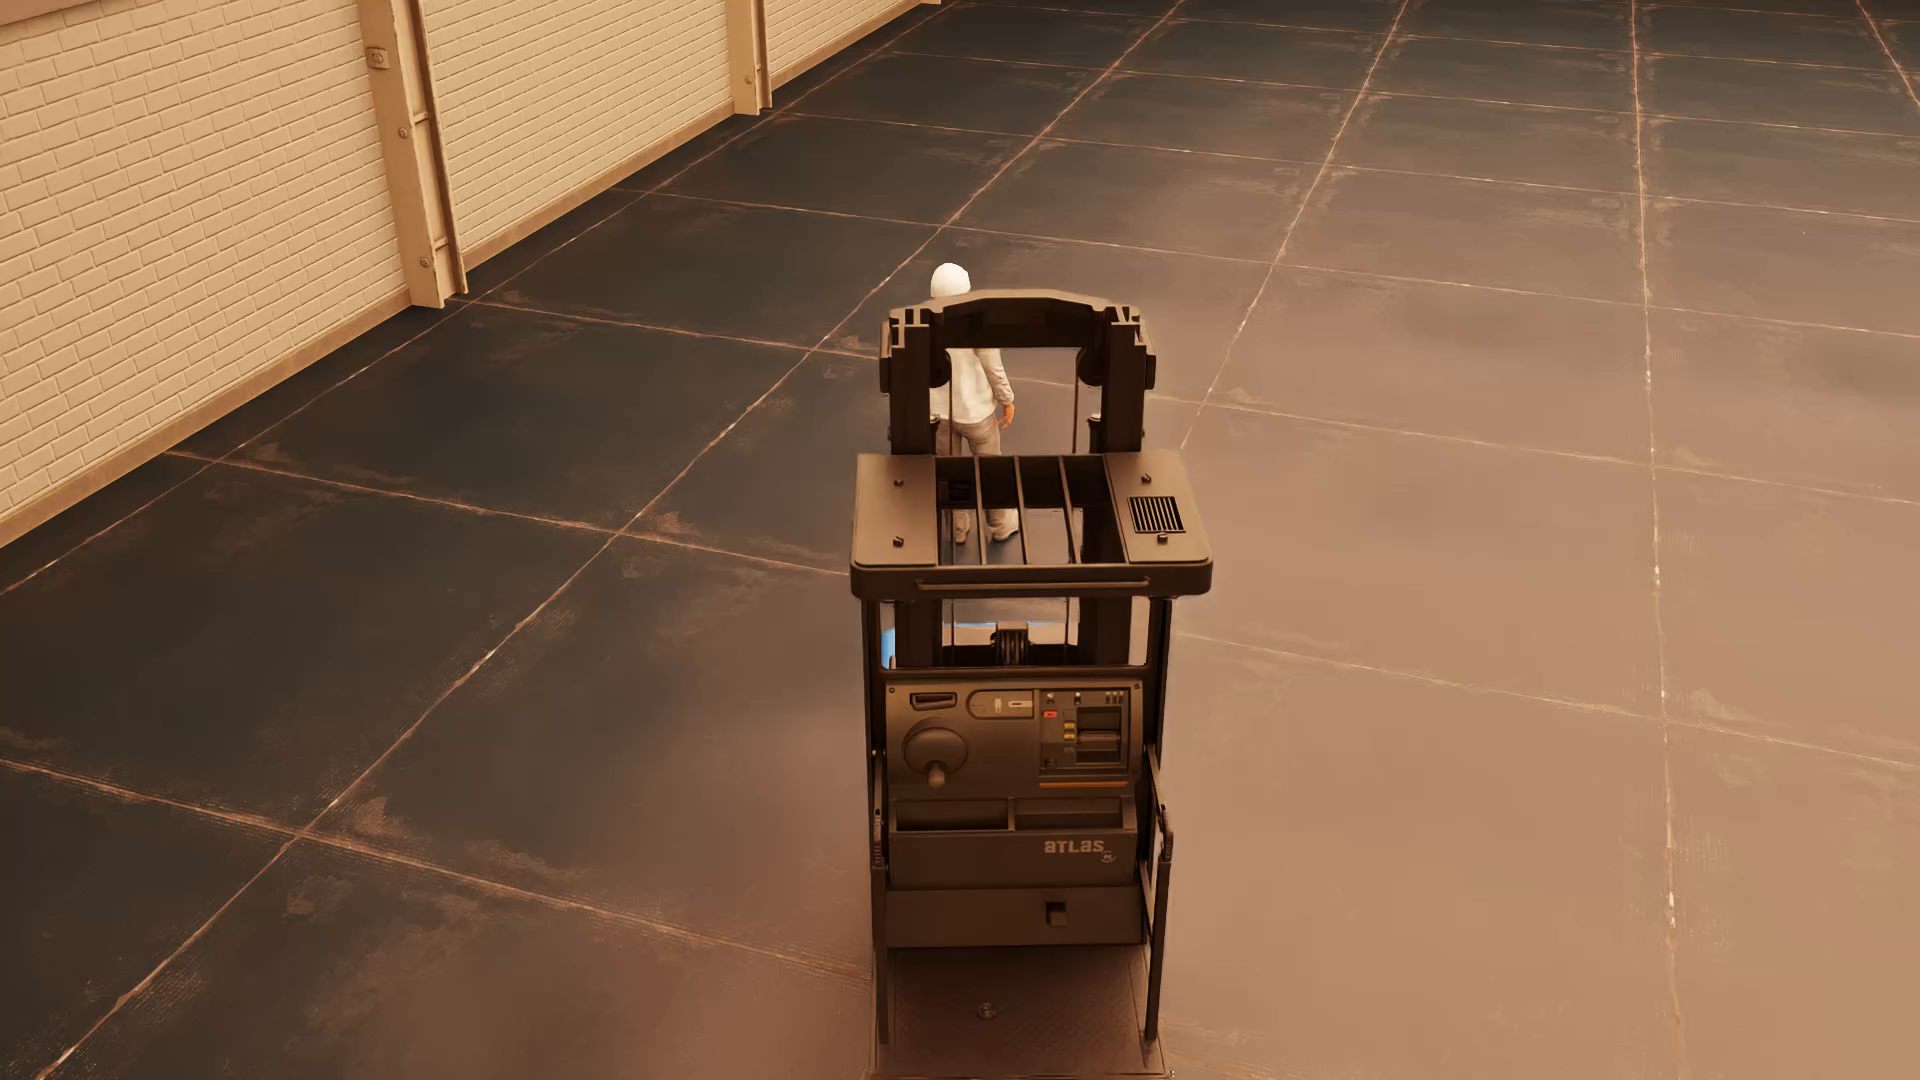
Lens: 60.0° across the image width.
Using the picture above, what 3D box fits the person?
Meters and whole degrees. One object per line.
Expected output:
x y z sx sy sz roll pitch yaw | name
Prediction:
0.027 -0.805 9.703 0.634 1.775 0.566 10 31 16 | person

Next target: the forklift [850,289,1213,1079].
0.205 0.743 5.833 1.130 2.935 3.031 -1 30 -1 | forklift
